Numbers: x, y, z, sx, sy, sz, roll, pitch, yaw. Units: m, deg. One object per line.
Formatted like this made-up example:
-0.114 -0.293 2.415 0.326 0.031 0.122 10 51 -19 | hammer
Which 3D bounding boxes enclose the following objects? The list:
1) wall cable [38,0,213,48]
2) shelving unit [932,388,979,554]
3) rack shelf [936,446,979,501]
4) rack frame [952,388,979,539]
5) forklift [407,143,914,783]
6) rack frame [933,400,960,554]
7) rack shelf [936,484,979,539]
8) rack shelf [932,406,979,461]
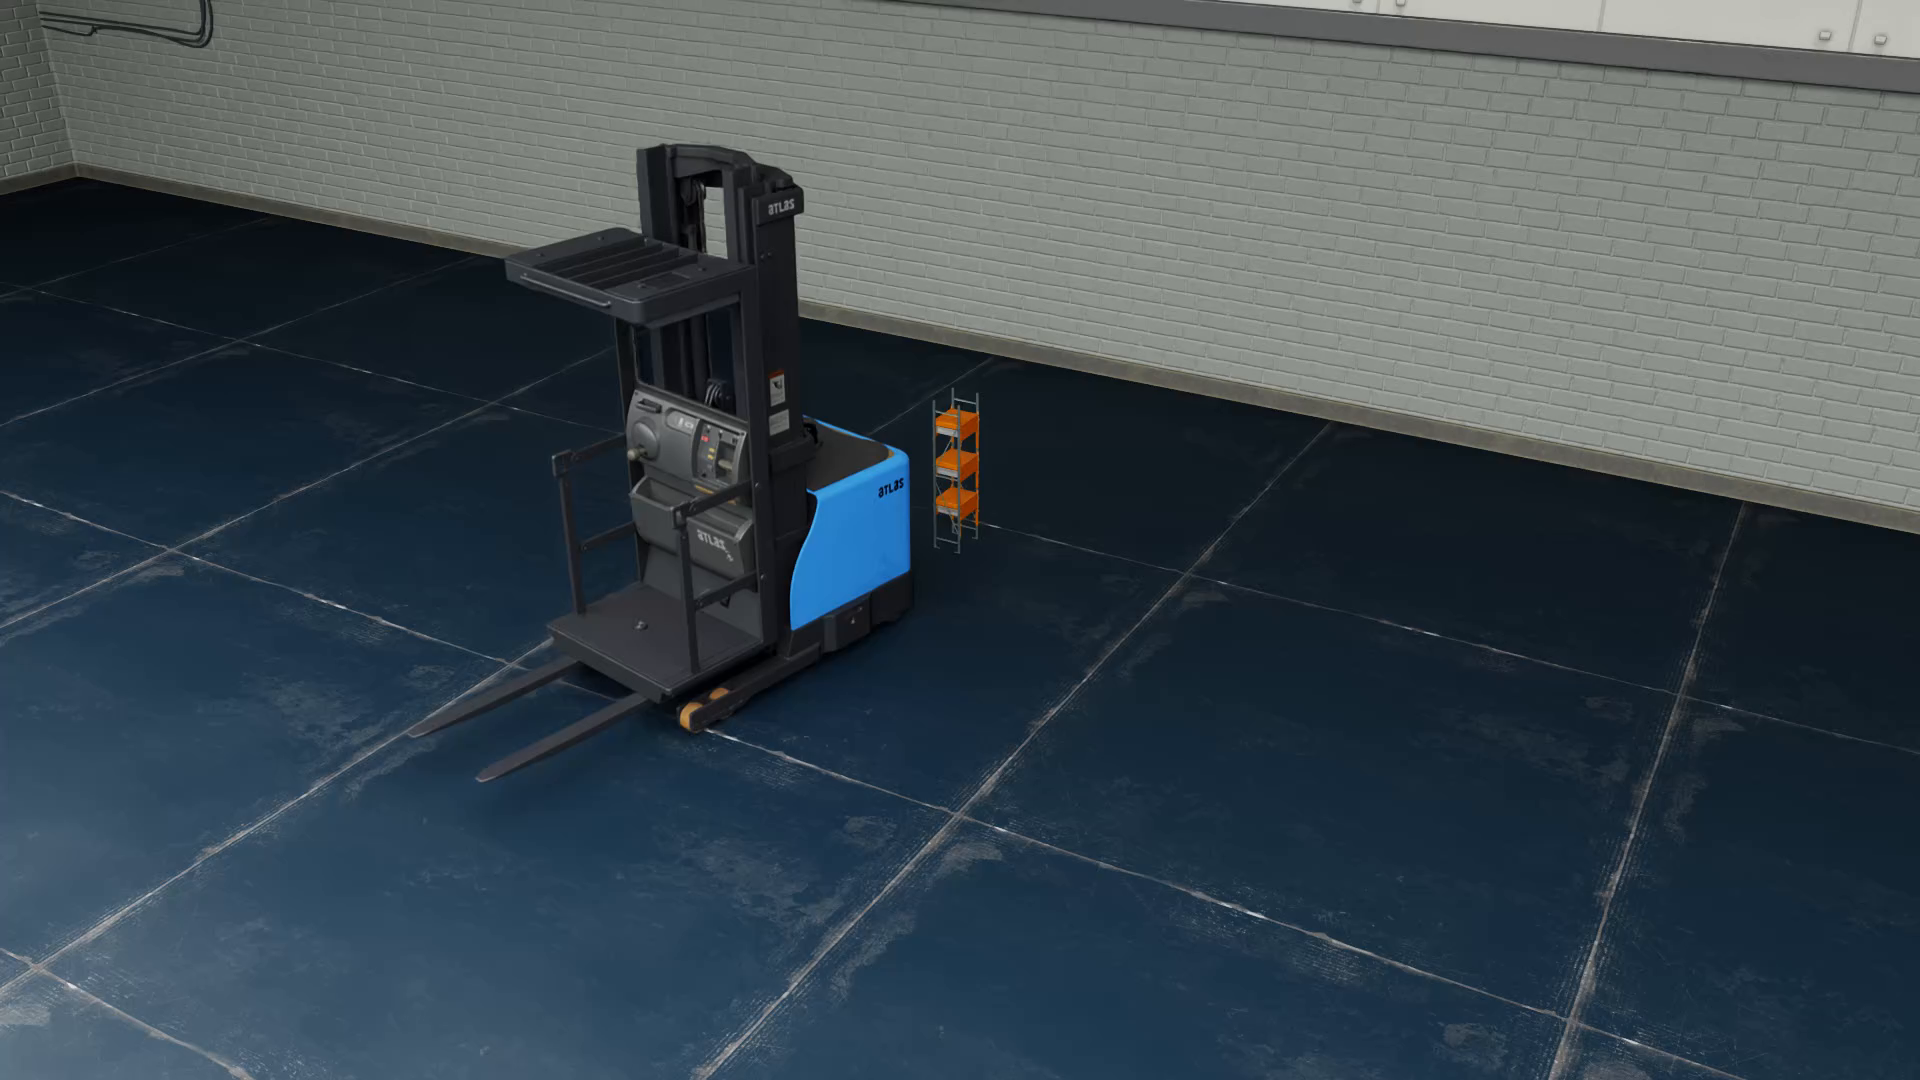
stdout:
-9.274 -6.647 17.864 3.097 2.526 0.112 14 30 26 | wall cable
-0.026 -0.449 10.893 0.215 1.050 0.252 14 30 26 | shelving unit
-0.026 -0.439 10.898 0.215 0.259 0.240 14 30 26 | rack shelf
0.034 -0.496 10.988 0.200 1.050 0.008 14 30 26 | rack frame
-1.632 -0.514 8.923 1.130 2.935 3.031 21 34 36 | forklift
-0.086 -0.401 10.798 0.200 1.050 0.008 14 30 26 | rack frame
-0.026 -0.191 11.022 0.215 0.259 0.240 14 30 26 | rack shelf
-0.026 -0.693 10.771 0.215 0.259 0.240 14 30 26 | rack shelf
